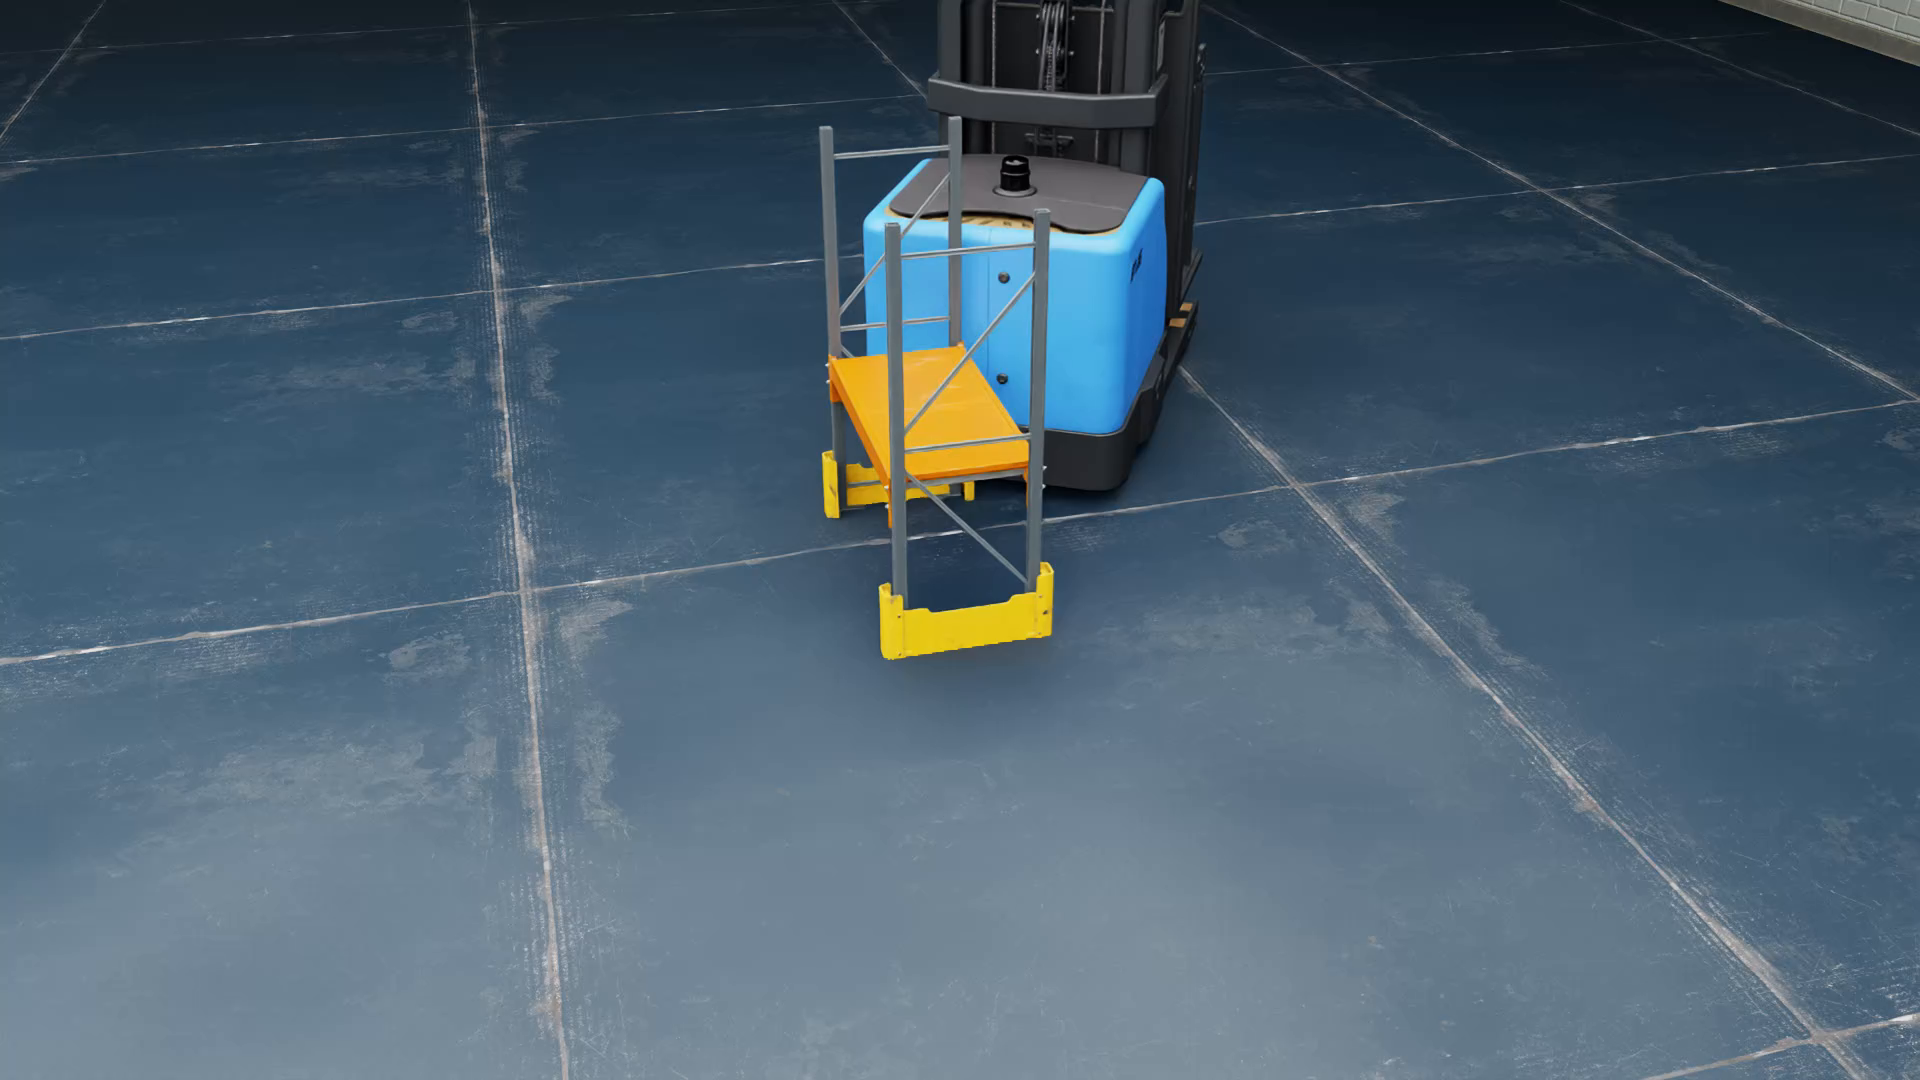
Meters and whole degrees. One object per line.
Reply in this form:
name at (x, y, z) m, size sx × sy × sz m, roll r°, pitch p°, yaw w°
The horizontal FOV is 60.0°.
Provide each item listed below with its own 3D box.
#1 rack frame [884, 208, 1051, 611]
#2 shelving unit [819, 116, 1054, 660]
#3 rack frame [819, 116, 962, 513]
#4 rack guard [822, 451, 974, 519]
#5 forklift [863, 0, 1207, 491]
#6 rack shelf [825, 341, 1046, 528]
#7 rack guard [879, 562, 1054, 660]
rack frame at (0.024, -0.302, 5.275) m, size 0.500 × 1.500 × 0.032 m, roll -8°, pitch 31°, yaw -13°
shelving unit at (-0.105, -0.544, 5.692) m, size 0.587 × 1.500 × 1.083 m, roll -8°, pitch 31°, yaw -13°
rack frame at (-0.238, -0.794, 6.125) m, size 0.500 × 1.500 × 0.032 m, roll -8°, pitch 31°, yaw -13°
rack guard at (-0.233, -0.244, 6.422) m, size 0.587 × 0.250 × 0.087 m, roll -8°, pitch 31°, yaw -13°
forklift at (0.509, -2.184, 7.098) m, size 1.130 × 2.935 × 3.031 m, roll 8°, pitch 31°, yaw 13°
rack shelf at (-0.107, -0.392, 5.790) m, size 0.538 × 0.185 × 1.000 m, roll -8°, pitch 31°, yaw -13°
rack guard at (0.024, 0.238, 5.589) m, size 0.587 × 0.250 × 0.087 m, roll -8°, pitch 31°, yaw -13°
